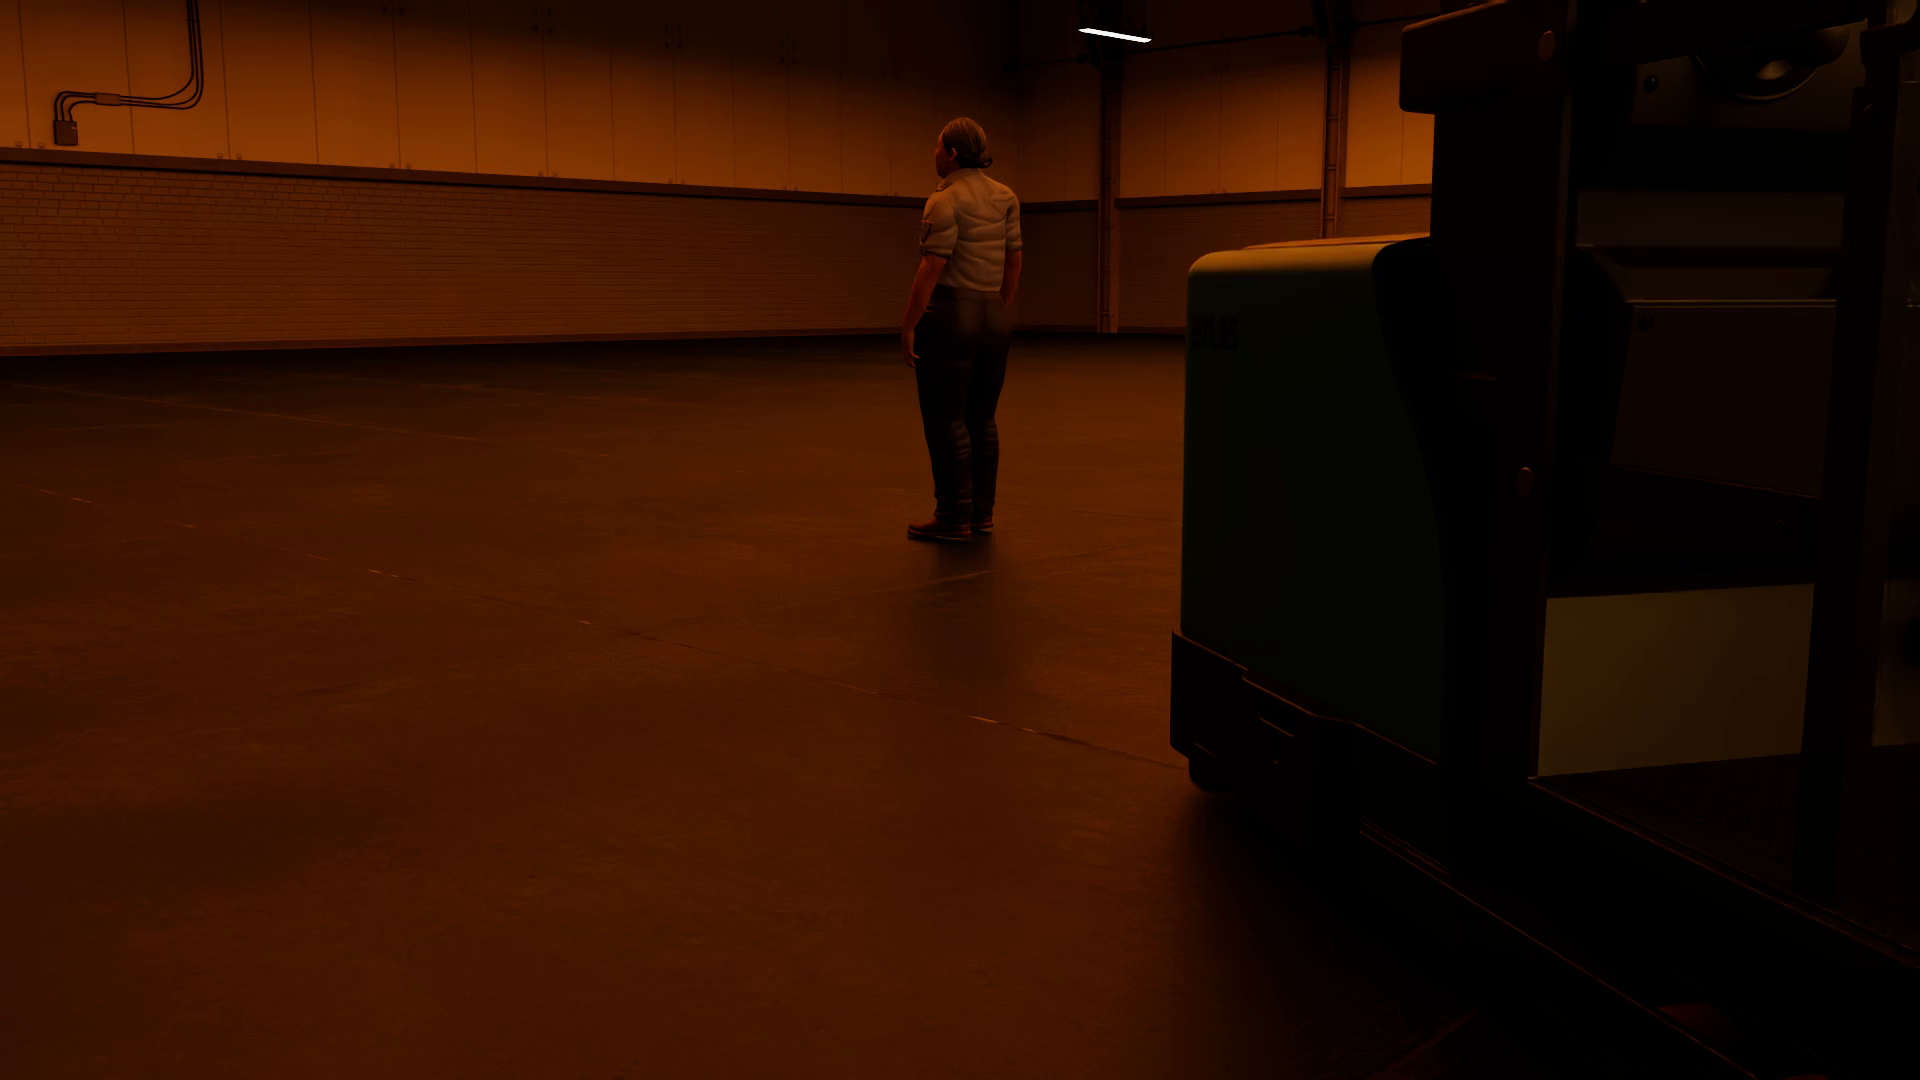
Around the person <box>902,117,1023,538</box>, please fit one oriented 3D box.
[{"bbox_3d":[-0.049,-0.833,6.672,0.502,1.651,0.598,8,12,43],"label":"person"}]

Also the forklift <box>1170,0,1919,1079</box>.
[{"bbox_3d":[1.322,-0.770,1.988,1.130,2.935,3.031,-2,9,-15],"label":"forklift"}]
